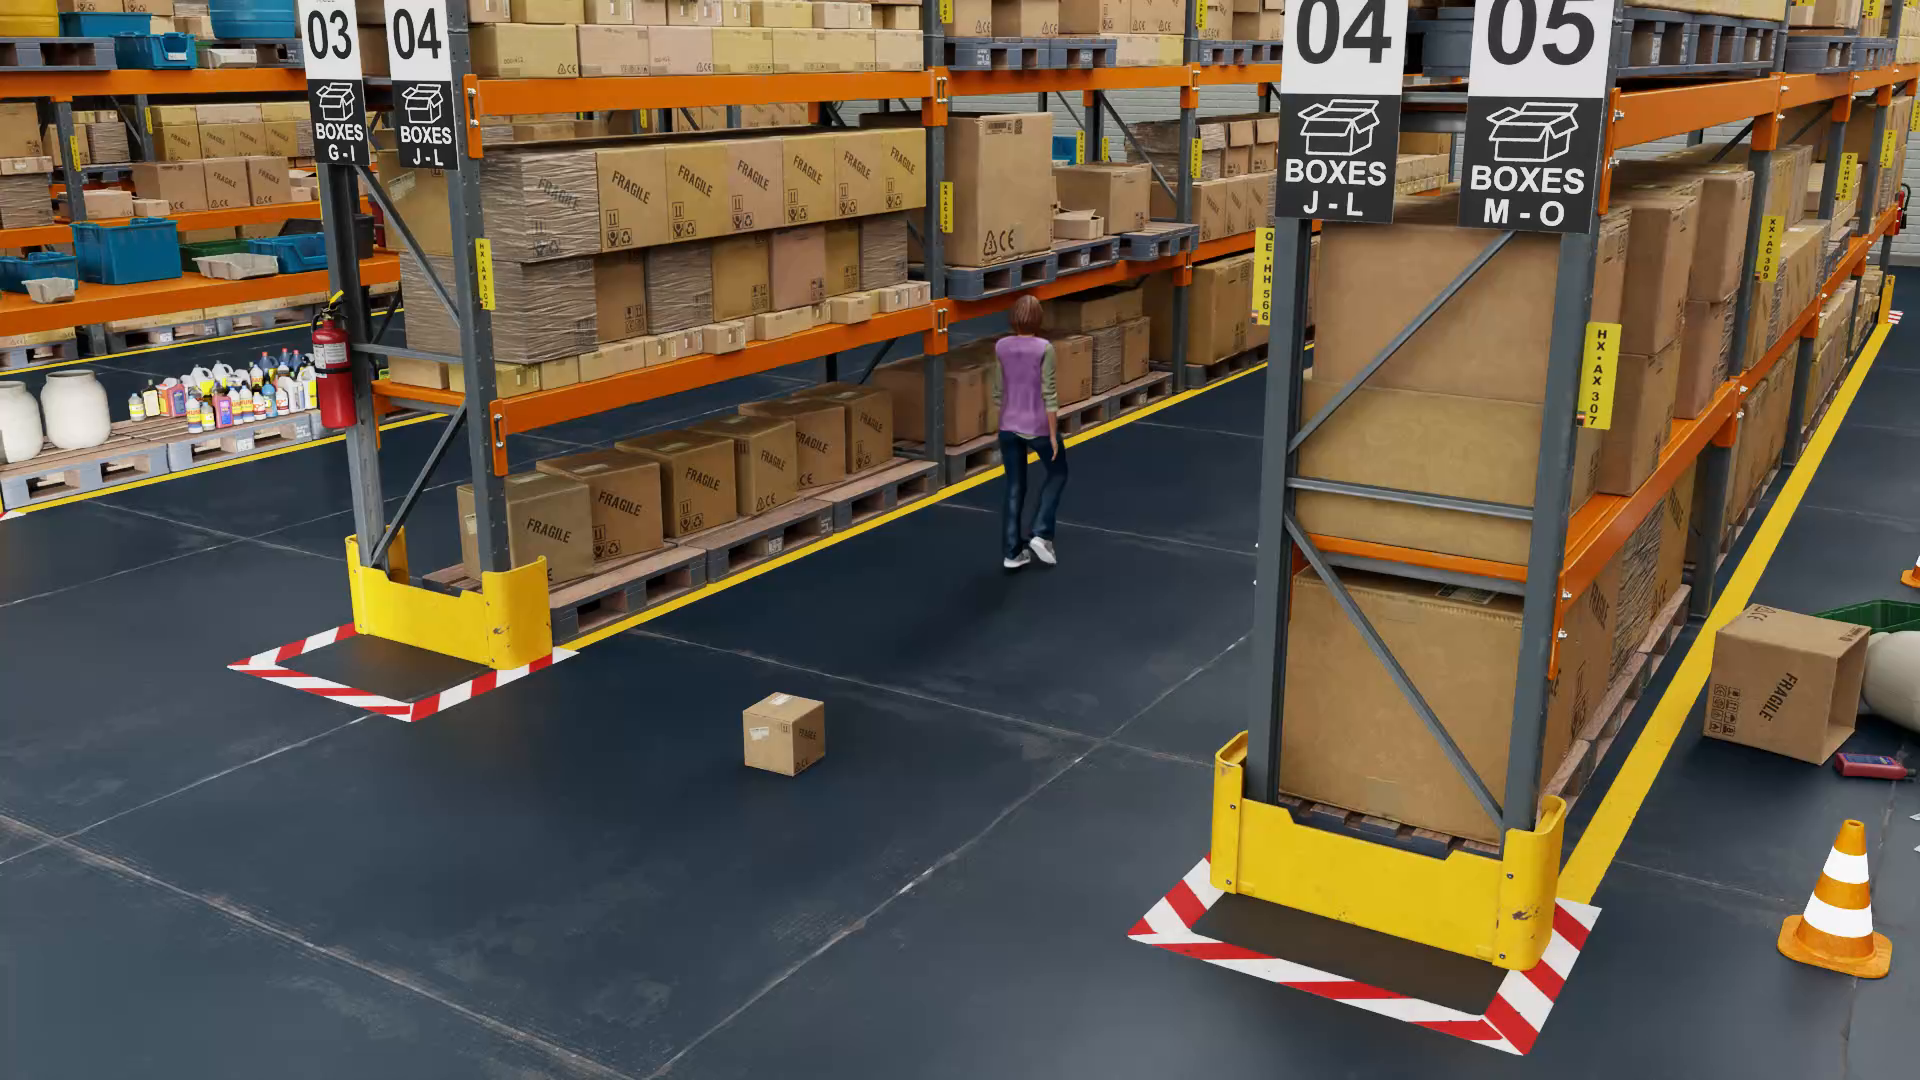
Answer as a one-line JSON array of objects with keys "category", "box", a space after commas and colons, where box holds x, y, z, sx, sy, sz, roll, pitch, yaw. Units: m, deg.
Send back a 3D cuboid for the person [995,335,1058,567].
[{"category": "person", "box": [0.383, -0.497, 9.610, 0.350, 1.390, 0.345, 7, 18, 23]}]
